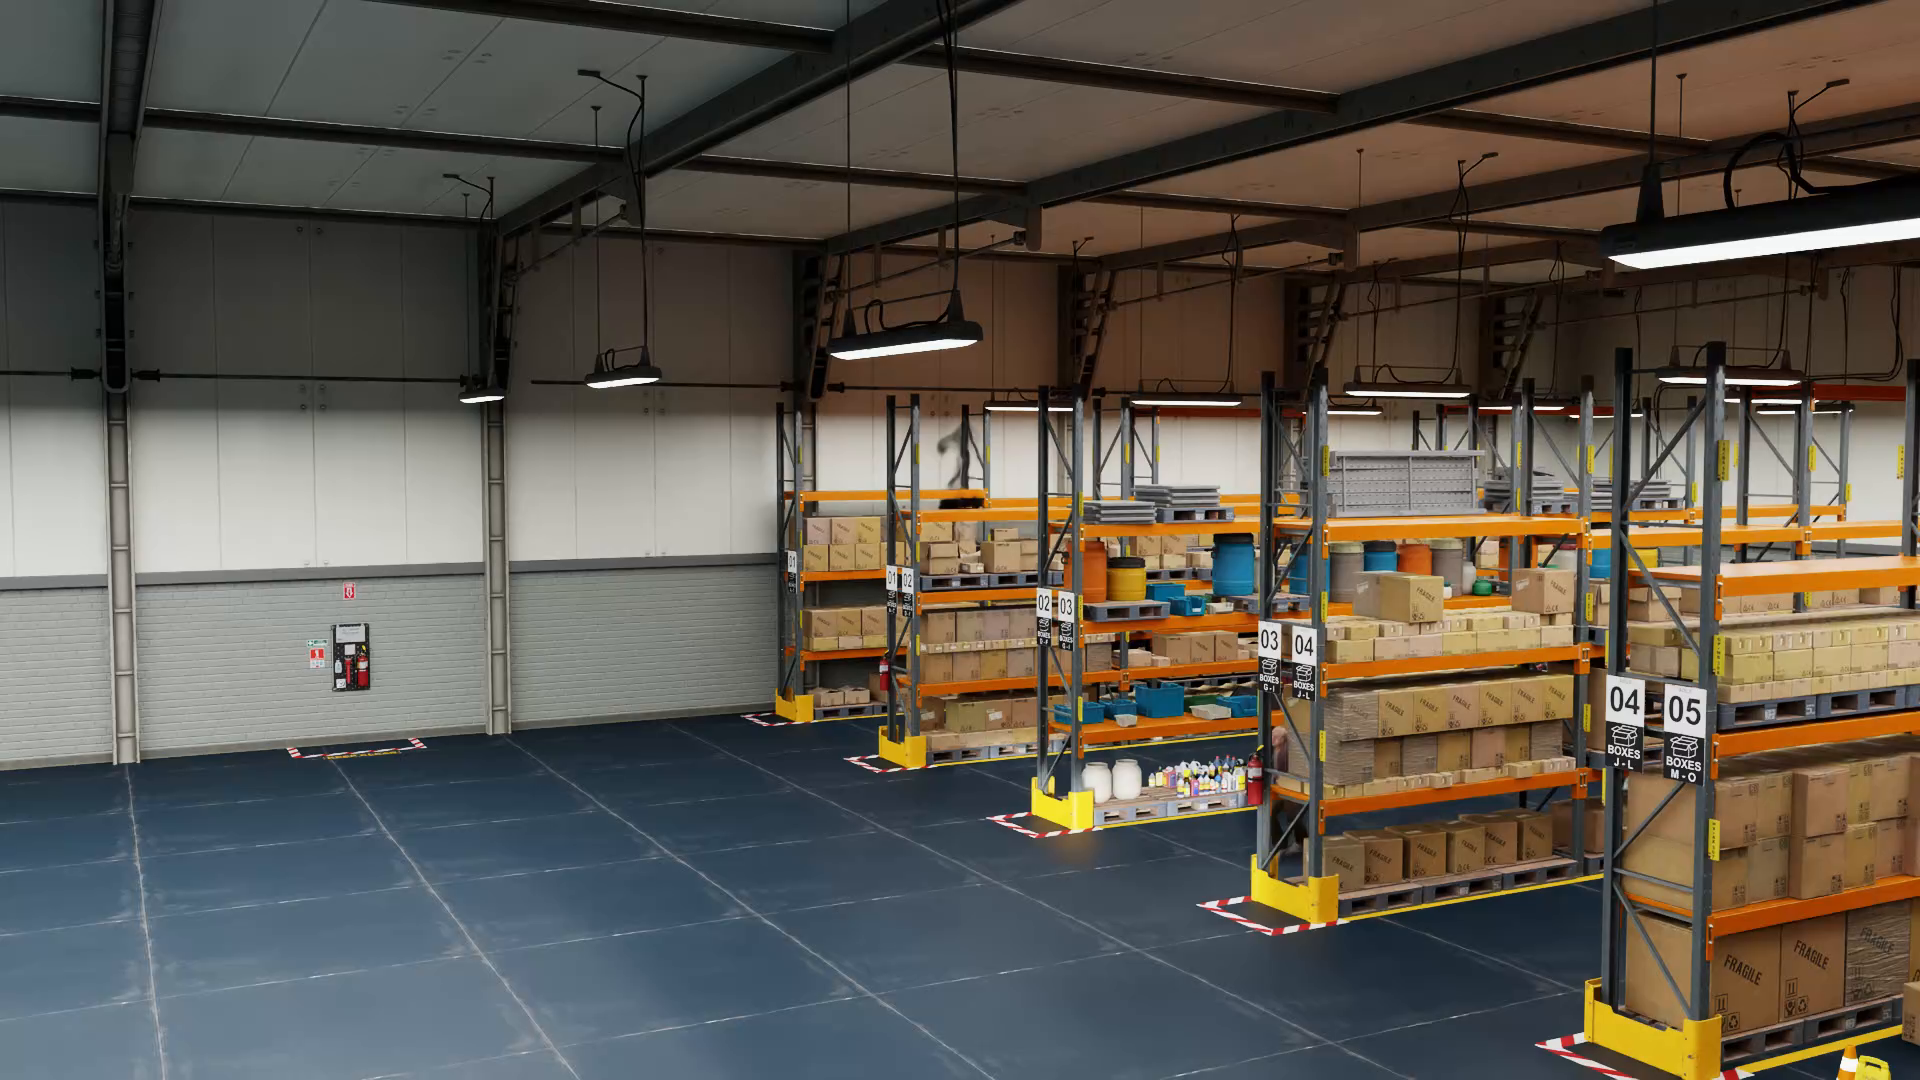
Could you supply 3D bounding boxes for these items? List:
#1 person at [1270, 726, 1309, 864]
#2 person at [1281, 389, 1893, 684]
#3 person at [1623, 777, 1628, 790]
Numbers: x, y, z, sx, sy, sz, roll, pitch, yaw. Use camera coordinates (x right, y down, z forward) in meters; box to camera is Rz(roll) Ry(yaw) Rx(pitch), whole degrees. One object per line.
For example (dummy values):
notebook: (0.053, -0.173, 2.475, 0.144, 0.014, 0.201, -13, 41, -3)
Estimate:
person: (4.166, 3.209, 20.754, 0.885, 1.626, 0.699, -2, 4, -35)
person: (9.737, 0.564, 28.566, 3.702, 5.840, 13.382, -2, 4, -26)
person: (10.237, 2.892, 25.230, 0.799, 1.751, 0.704, -3, 4, -40)
